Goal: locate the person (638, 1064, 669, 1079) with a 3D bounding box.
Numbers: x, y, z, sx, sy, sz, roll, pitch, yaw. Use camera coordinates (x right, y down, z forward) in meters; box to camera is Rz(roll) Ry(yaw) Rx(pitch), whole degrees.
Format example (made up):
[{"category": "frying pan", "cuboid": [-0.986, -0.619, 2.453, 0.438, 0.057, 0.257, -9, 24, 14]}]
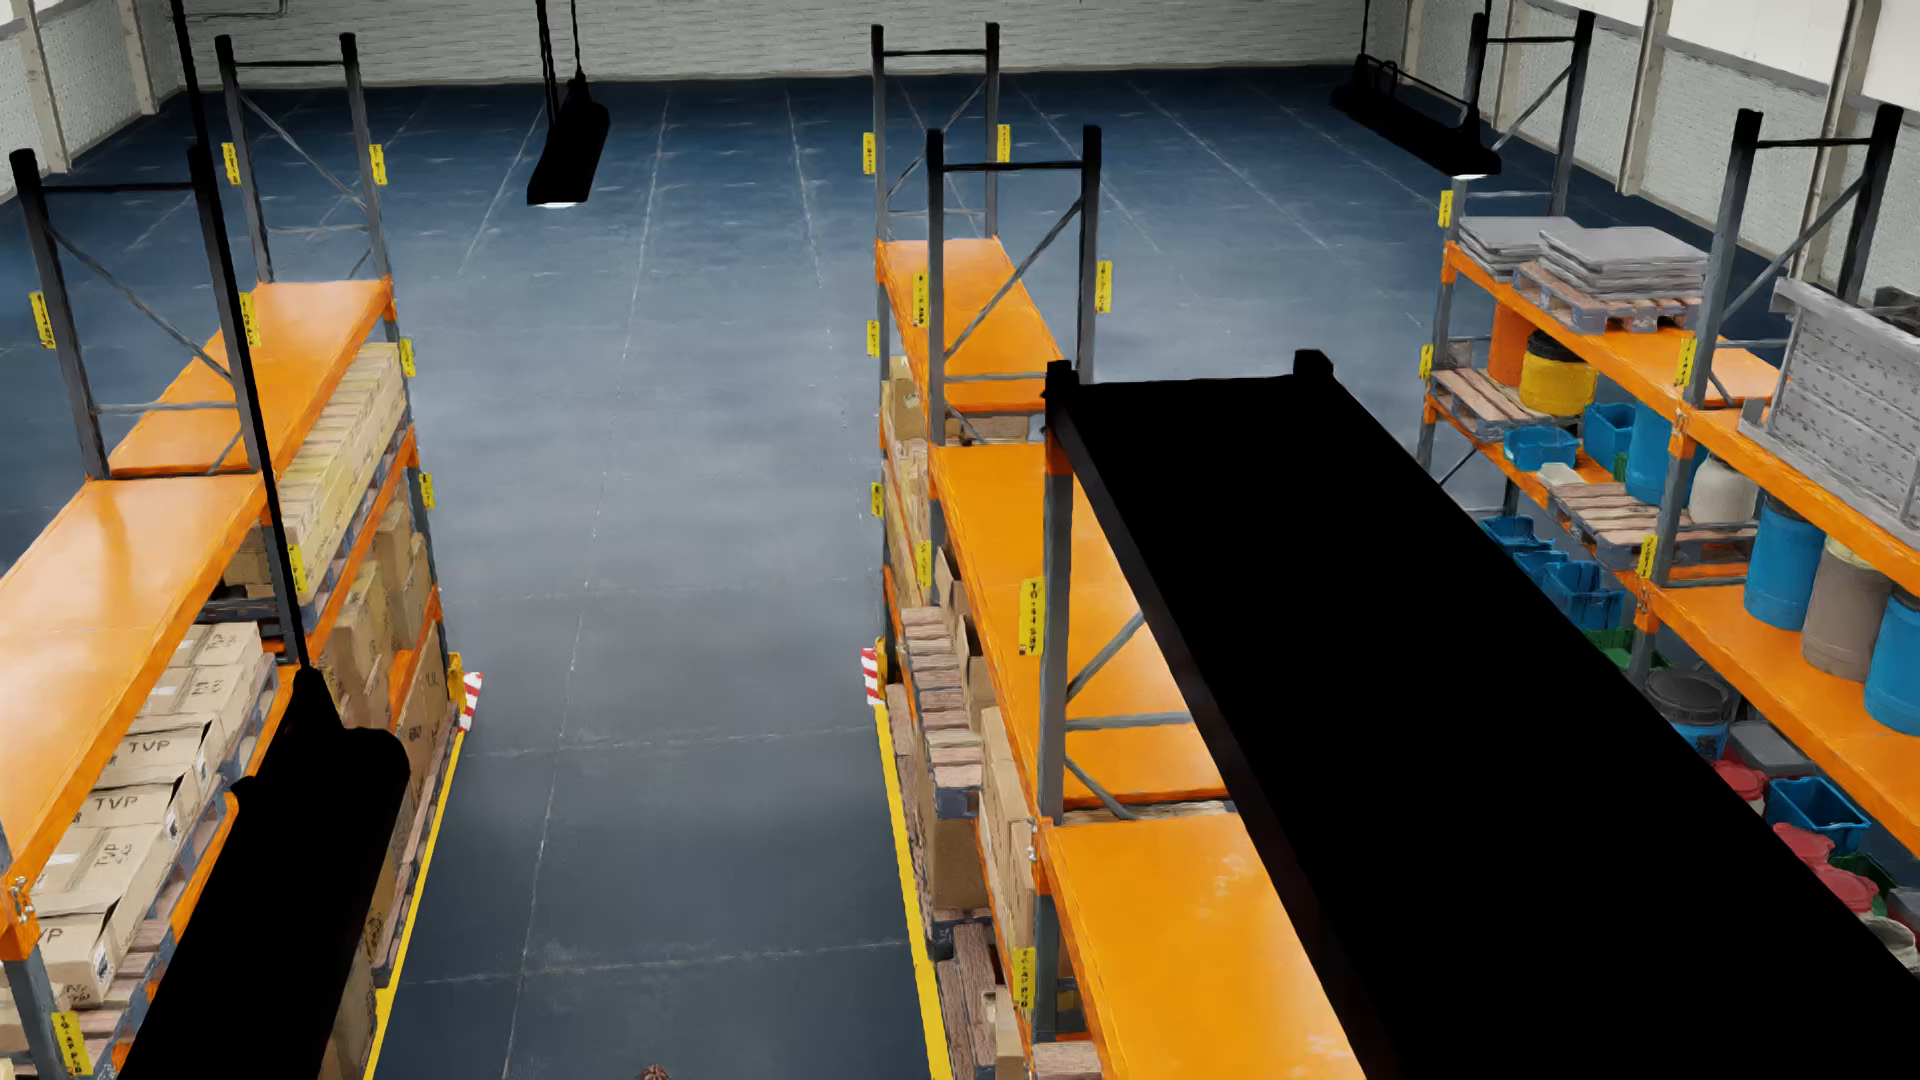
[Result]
[{"category": "person", "cuboid": [-1.628, 3.615, 9.164, 0.566, 1.532, 0.519, -4, 26, -8]}]
